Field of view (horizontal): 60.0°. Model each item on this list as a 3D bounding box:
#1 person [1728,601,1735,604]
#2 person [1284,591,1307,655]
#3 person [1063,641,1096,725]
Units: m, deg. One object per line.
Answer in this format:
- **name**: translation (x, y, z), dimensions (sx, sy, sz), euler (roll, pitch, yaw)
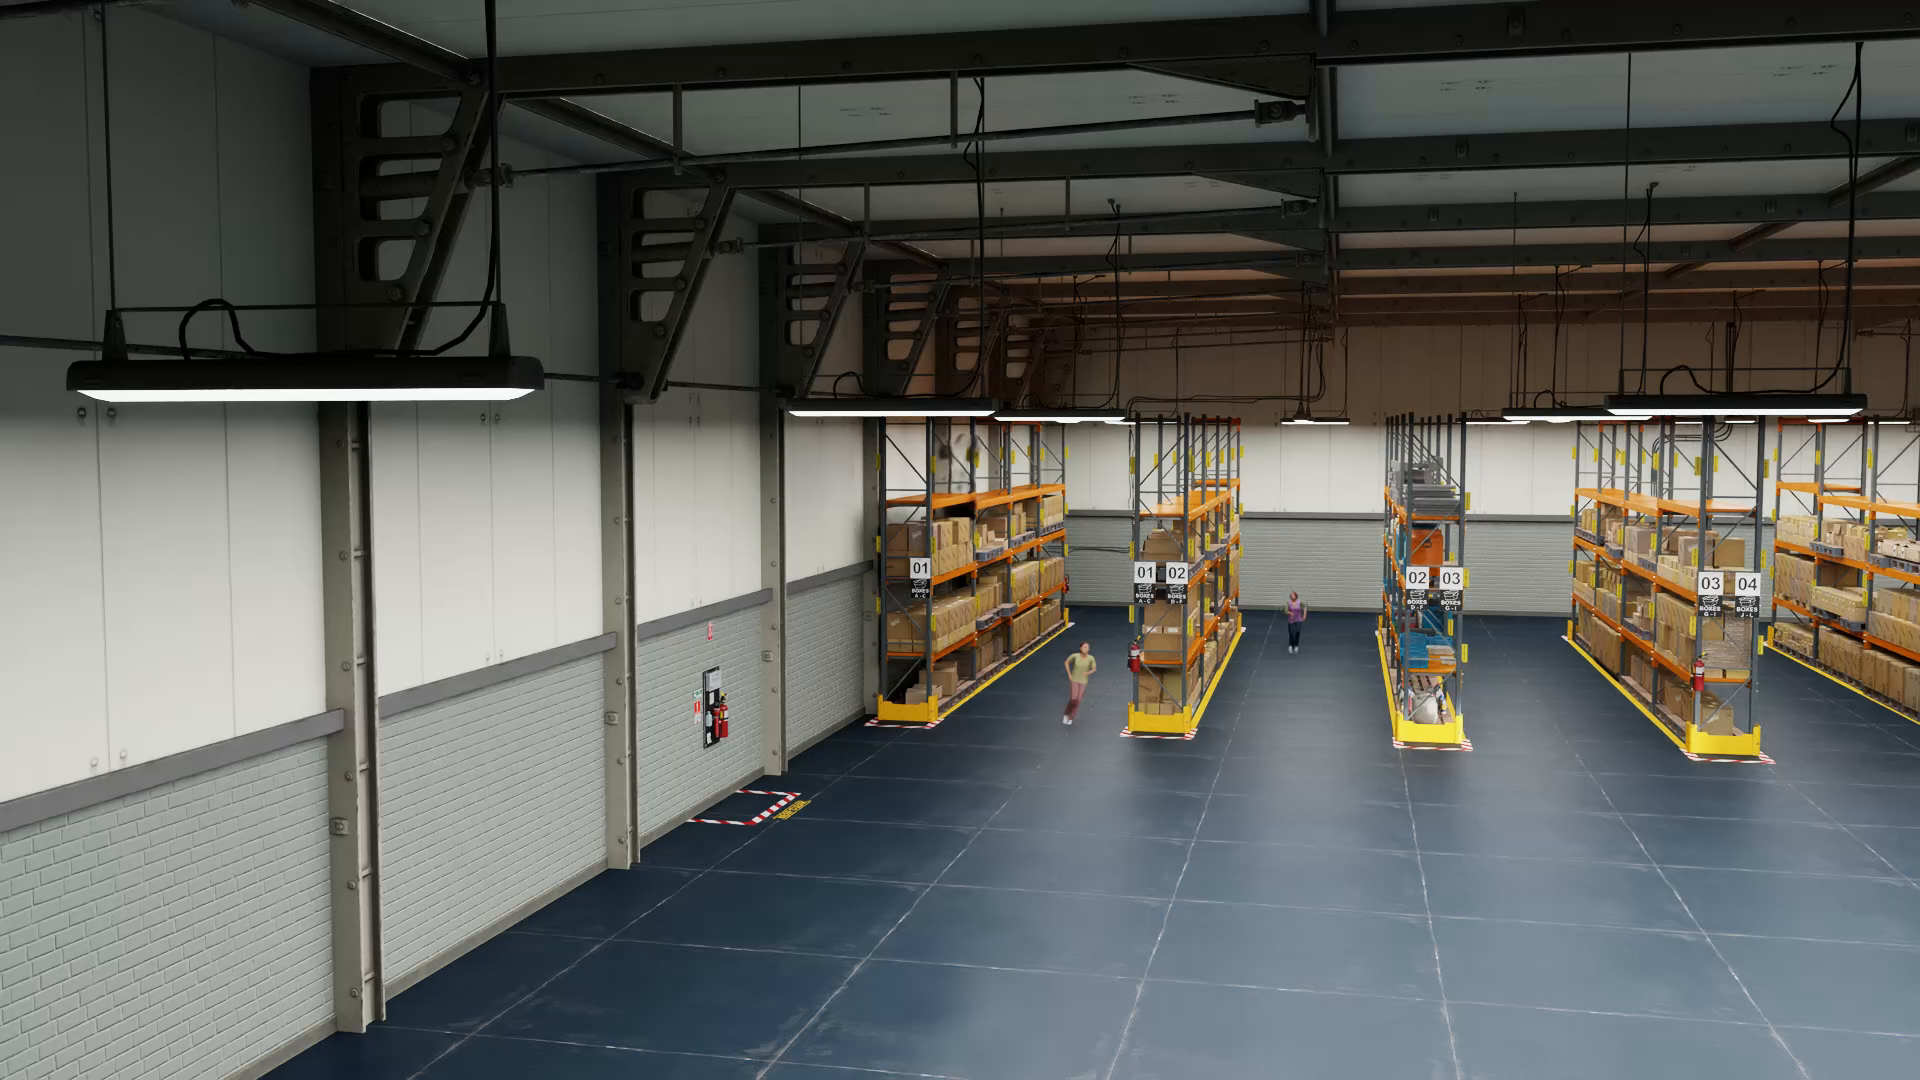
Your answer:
- **person**: translation (20.094, 1.960, 43.349), dimensions (0.575, 1.672, 0.840), euler (1, 4, 10)
- **person**: translation (8.461, 2.081, 41.971), dimensions (0.545, 1.589, 0.813), euler (1, 4, 14)
- **person**: translation (2.299, 2.744, 32.038), dimensions (0.649, 1.610, 0.588), euler (-1, 4, -8)
